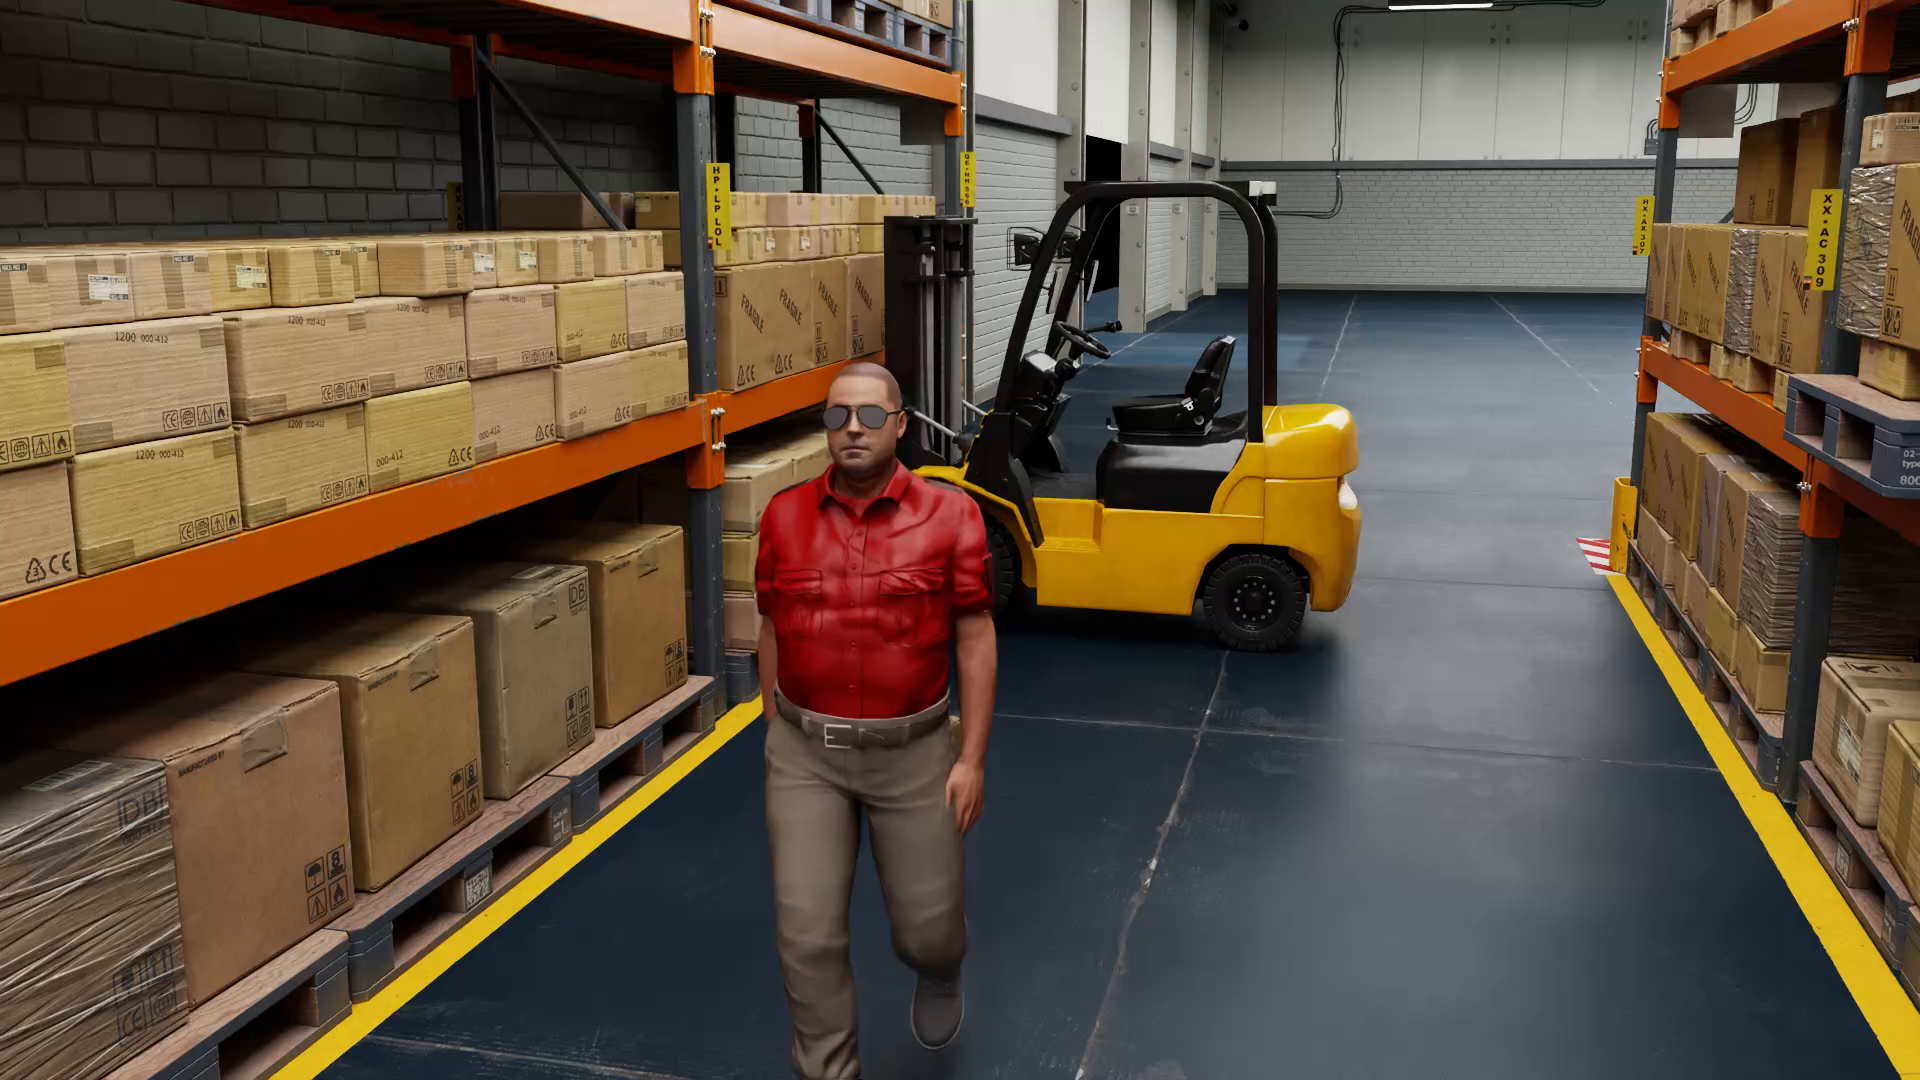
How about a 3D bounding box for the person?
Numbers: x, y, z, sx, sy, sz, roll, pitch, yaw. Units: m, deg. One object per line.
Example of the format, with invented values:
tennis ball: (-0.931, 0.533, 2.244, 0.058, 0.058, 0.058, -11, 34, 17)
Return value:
person: (-0.184, 0.462, 3.640, 0.535, 1.699, 0.778, 1, 11, 7)
